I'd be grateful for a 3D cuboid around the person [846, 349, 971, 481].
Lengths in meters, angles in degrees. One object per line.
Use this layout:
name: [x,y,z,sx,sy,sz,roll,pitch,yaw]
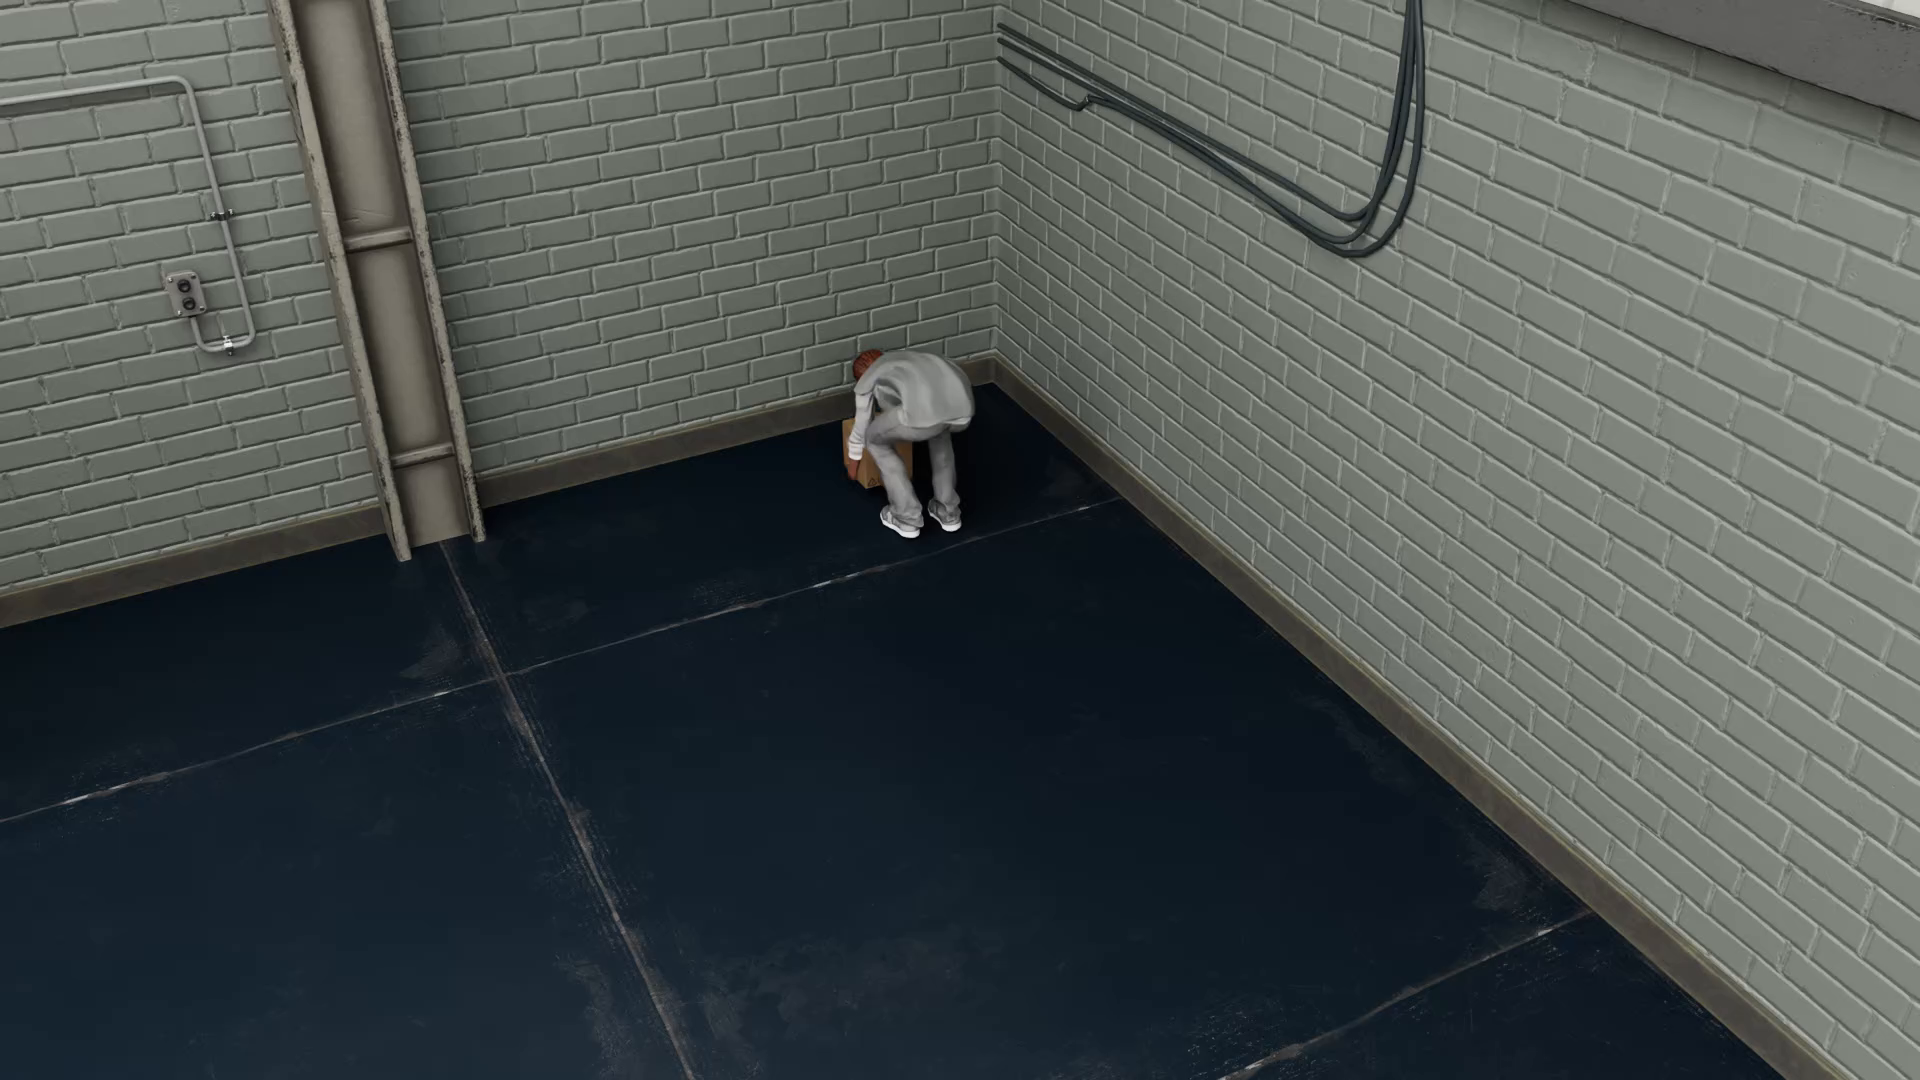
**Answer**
person: [-0.247,-0.501,7.562,0.353,0.801,0.840,-18,38,-25]
